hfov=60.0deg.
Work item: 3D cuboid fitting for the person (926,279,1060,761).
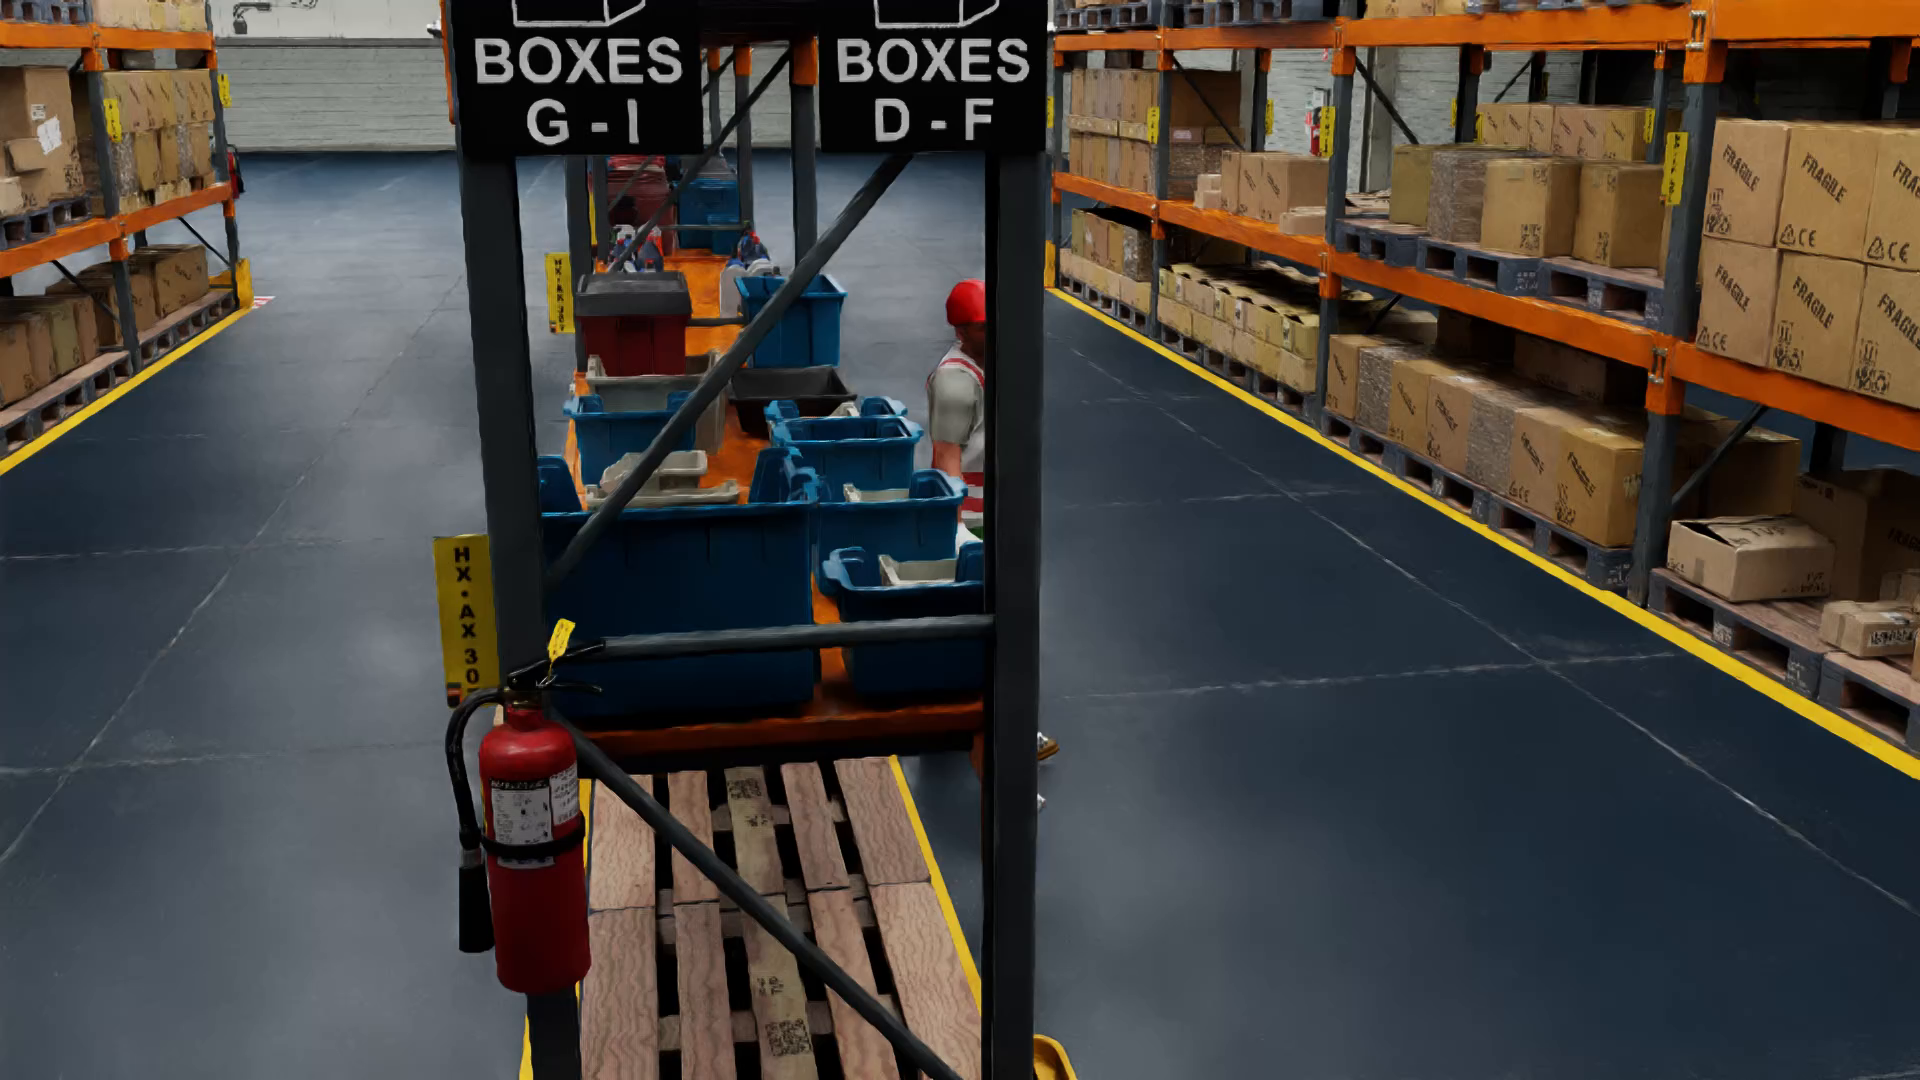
[{"bbox_3d":[0.101,-0.064,6.123,0.580,1.787,0.678,2,16,9],"label":"person"}]
